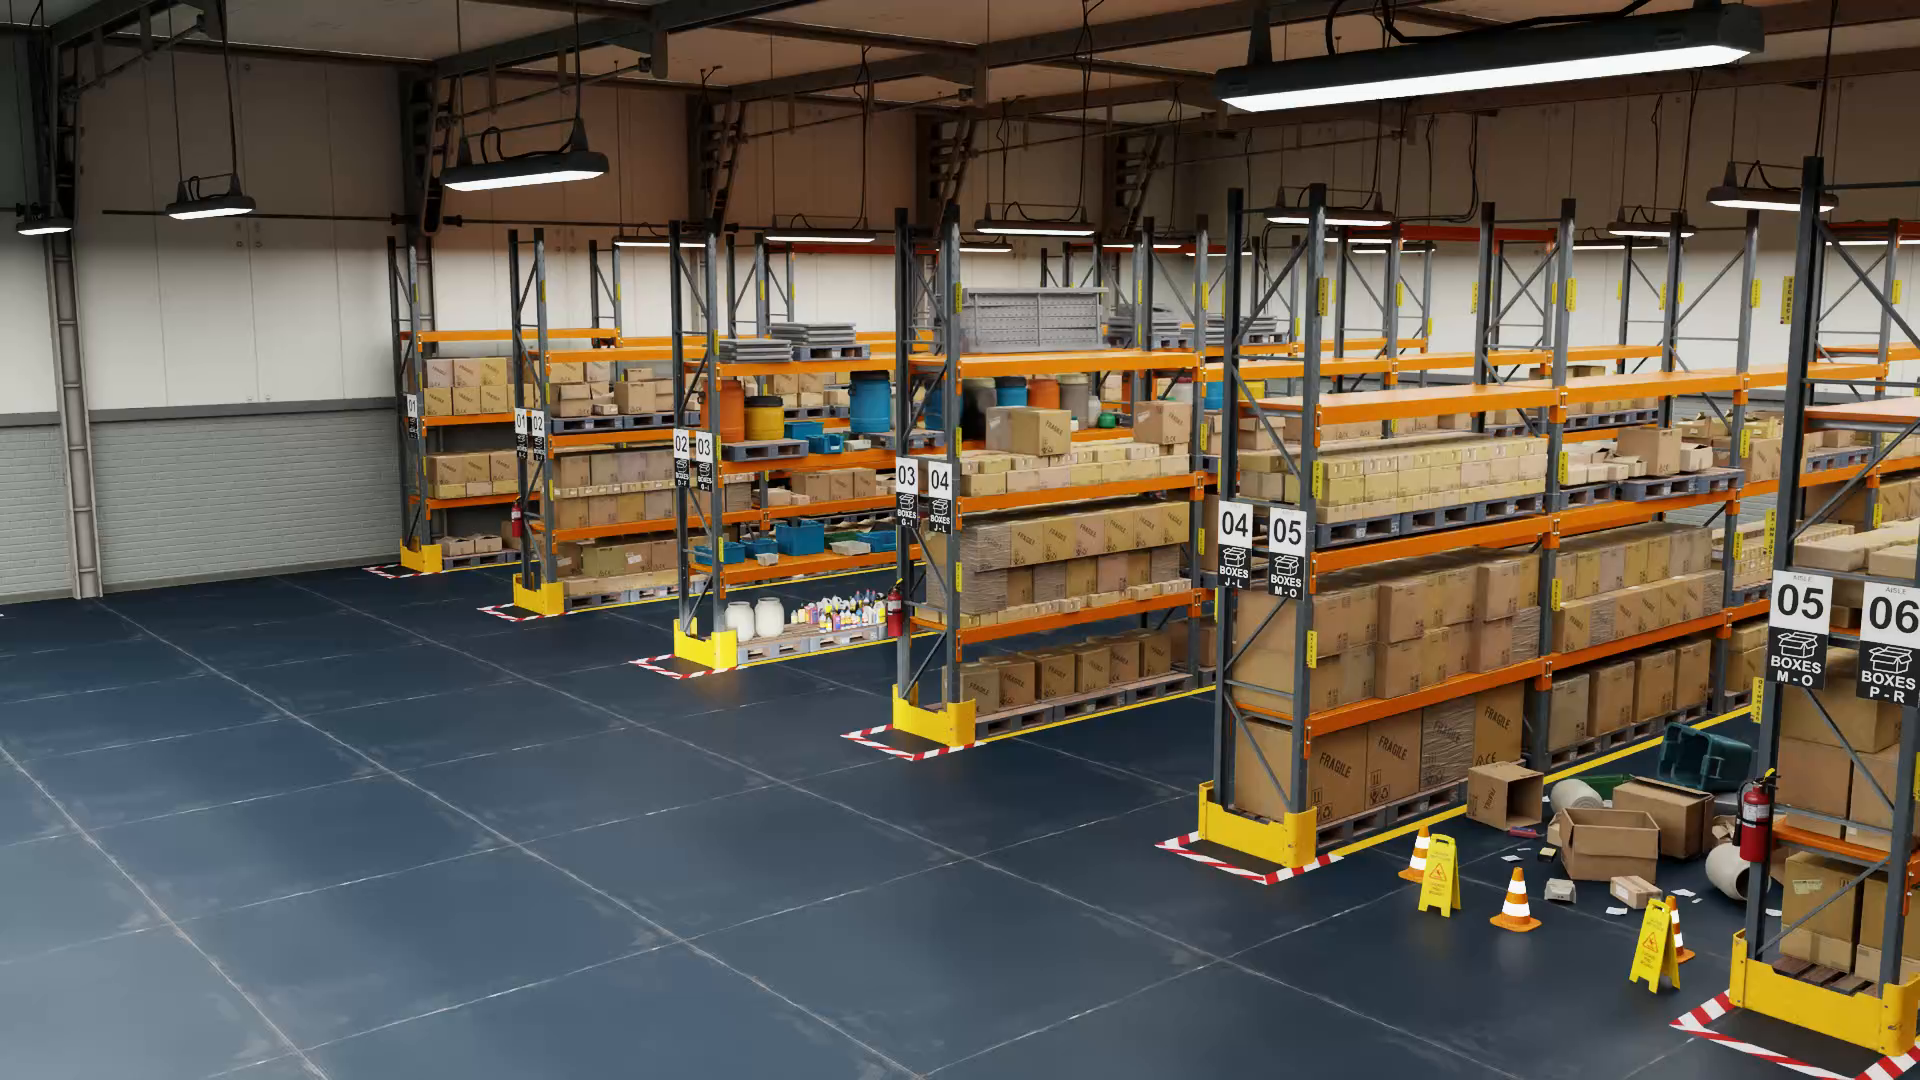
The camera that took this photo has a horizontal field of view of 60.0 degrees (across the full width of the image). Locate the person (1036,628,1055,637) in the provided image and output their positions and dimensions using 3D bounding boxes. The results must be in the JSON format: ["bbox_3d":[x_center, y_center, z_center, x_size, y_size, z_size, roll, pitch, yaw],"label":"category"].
[{"bbox_3d":[1.106,0.520,23.130,0.563,1.725,0.568,8,12,43],"label":"person"}]
